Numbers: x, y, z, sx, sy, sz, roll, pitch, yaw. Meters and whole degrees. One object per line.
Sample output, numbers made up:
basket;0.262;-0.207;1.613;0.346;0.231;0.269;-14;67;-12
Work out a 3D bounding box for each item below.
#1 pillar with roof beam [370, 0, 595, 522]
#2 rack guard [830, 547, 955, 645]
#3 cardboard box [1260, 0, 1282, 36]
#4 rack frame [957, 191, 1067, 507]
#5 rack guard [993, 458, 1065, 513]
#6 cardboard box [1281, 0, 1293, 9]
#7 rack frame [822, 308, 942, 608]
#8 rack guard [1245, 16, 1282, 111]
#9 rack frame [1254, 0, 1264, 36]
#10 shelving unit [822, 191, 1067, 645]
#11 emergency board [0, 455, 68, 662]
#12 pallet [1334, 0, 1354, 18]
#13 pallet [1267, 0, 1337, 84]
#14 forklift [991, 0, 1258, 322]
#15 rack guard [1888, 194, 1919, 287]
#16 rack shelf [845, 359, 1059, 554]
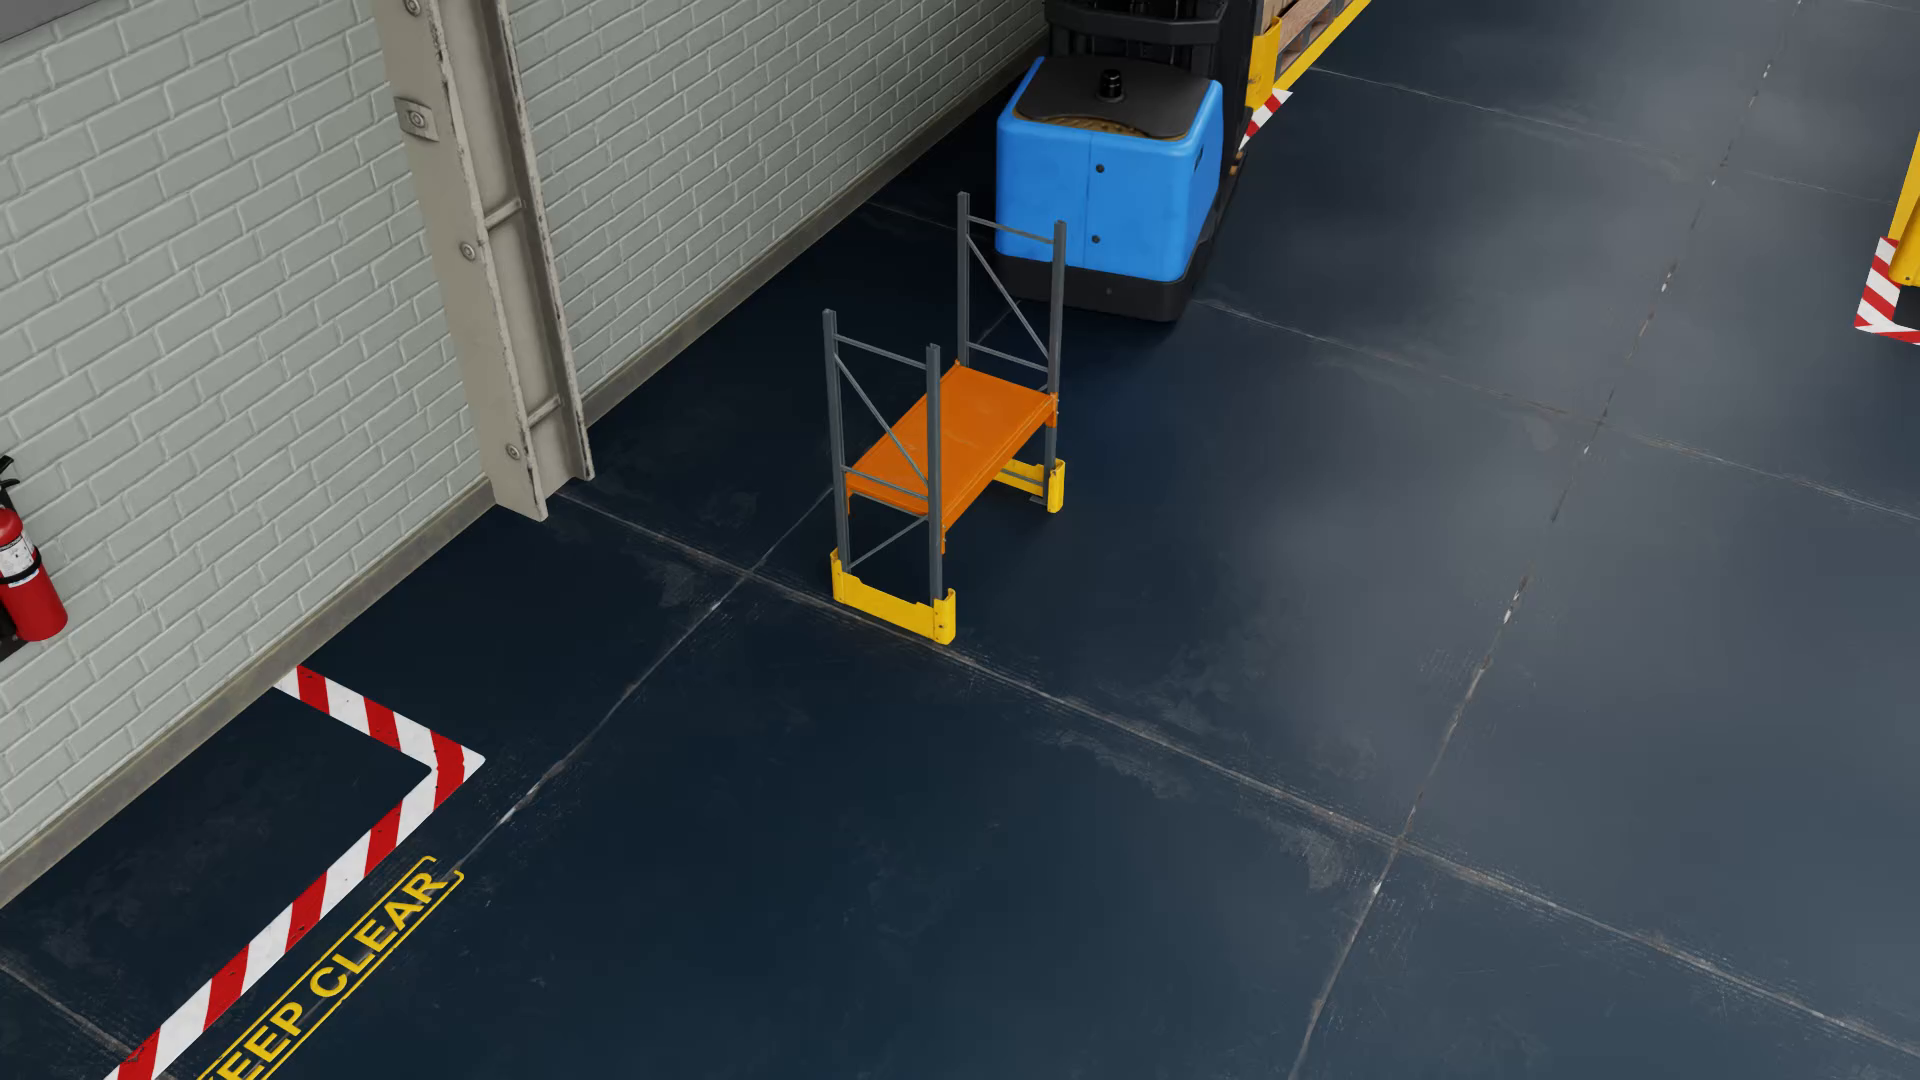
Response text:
pillar with roof beam;1.763;-2.200;3.255;9.100;9.000;0.400;21;45;22
rack guard;-0.287;0.235;7.110;0.587;0.250;0.087;21;45;22
cardboard box;1.861;-3.641;11.132;0.500;0.311;0.500;16;44;17
rack frame;0.212;-0.805;7.345;0.500;1.500;0.032;21;45;22
rack guard;0.211;-0.335;7.757;0.587;0.250;0.087;21;45;22
cardboard box;2.147;-3.968;11.503;0.500;0.311;0.500;25;47;25
rack frame;-0.297;-0.223;6.684;0.500;1.500;0.032;21;45;22
rack guard;1.475;-3.225;10.849;1.175;0.500;0.348;21;45;22
rack frame;1.437;-4.119;9.973;1.000;3.000;0.127;21;45;22
shelving unit;-0.038;-0.519;7.020;0.587;1.500;1.083;21;45;22
emergency board;-3.234;0.029;5.263;0.194;1.169;0.643;21;45;22
pallet;2.524;-4.265;12.249;1.003;0.211;1.213;21;45;22
pallet;1.912;-3.569;11.459;1.003;0.211;1.213;21;45;22
forklift;1.101;-3.235;9.022;1.130;2.935;3.031;12;43;13
rack guard;5.716;-1.531;8.926;1.175;0.500;0.348;21;45;22
rack shelf;-0.043;-0.379;7.133;0.538;0.185;1.000;21;45;22
